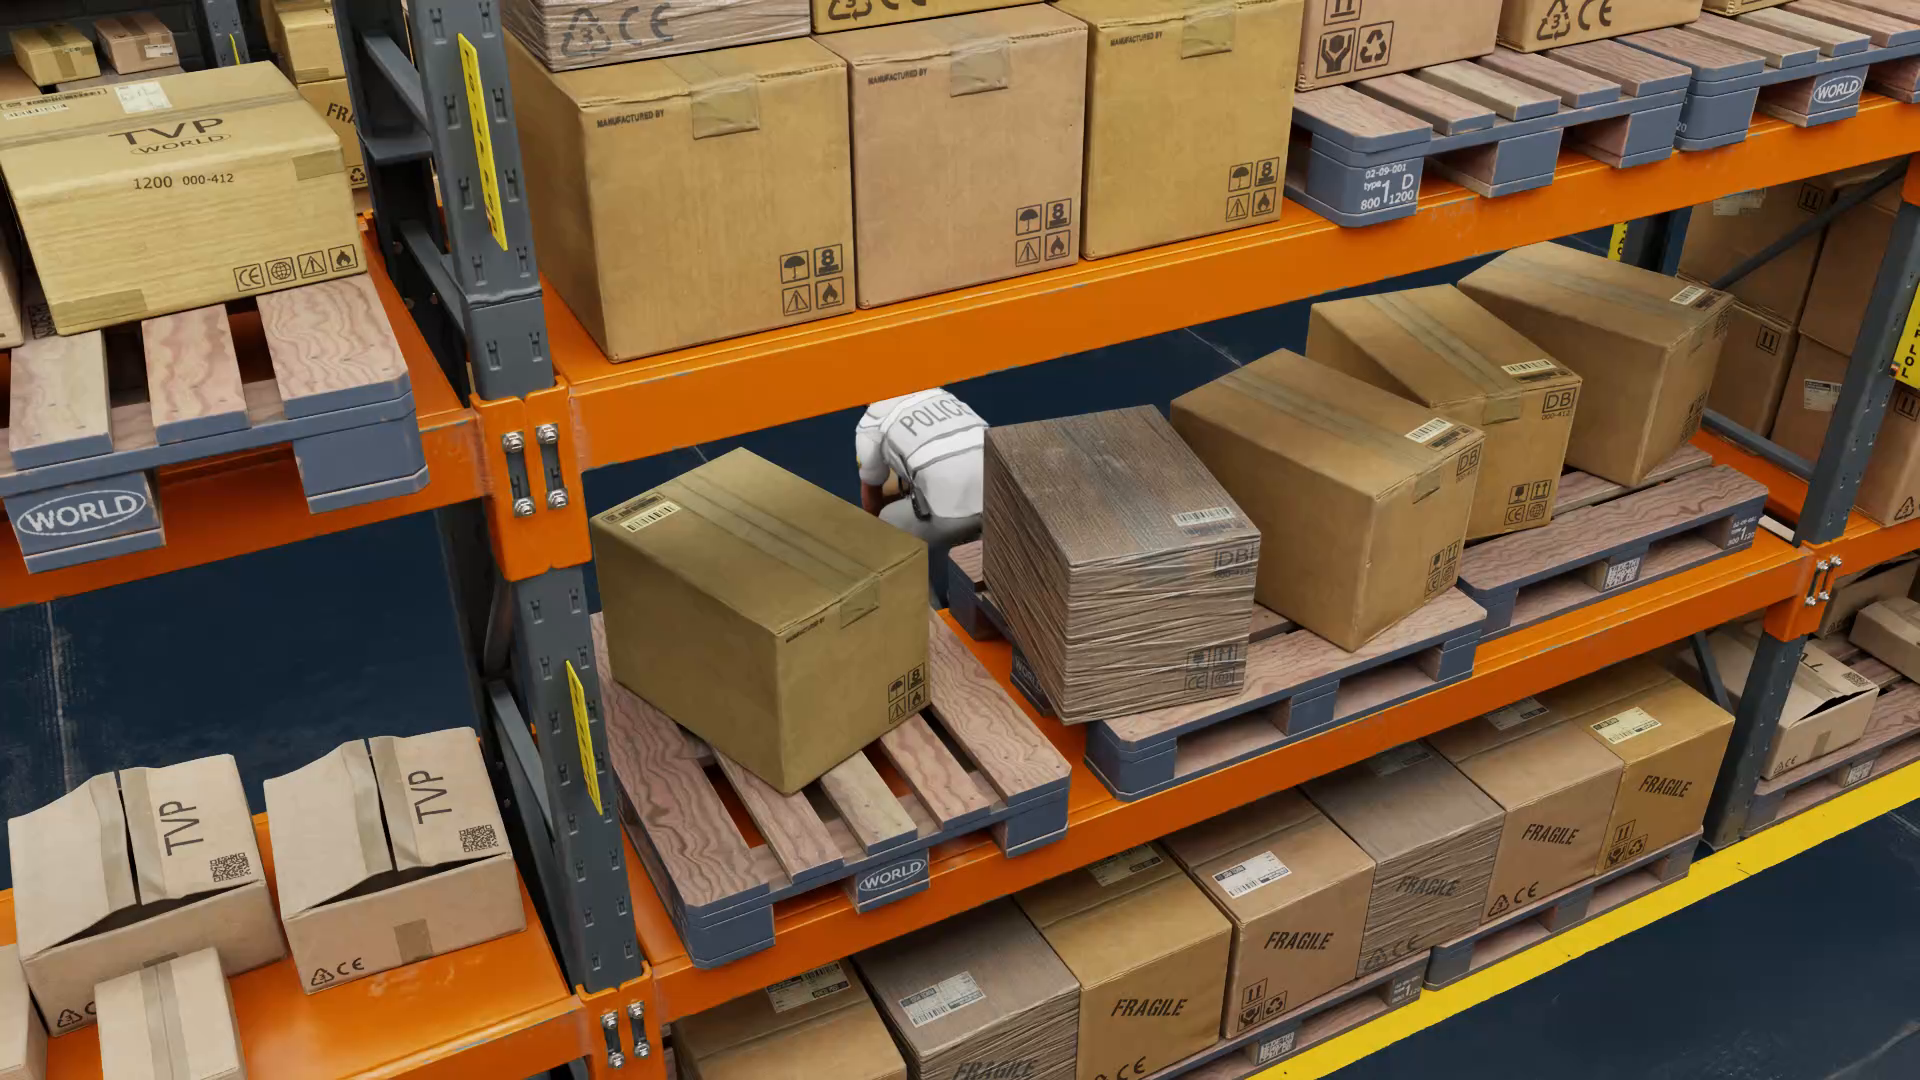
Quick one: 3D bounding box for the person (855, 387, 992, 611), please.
[{"bbox_3d":[-0.148,-0.168,7.039,0.533,1.054,1.031,-18,37,-25],"label":"person"}]
